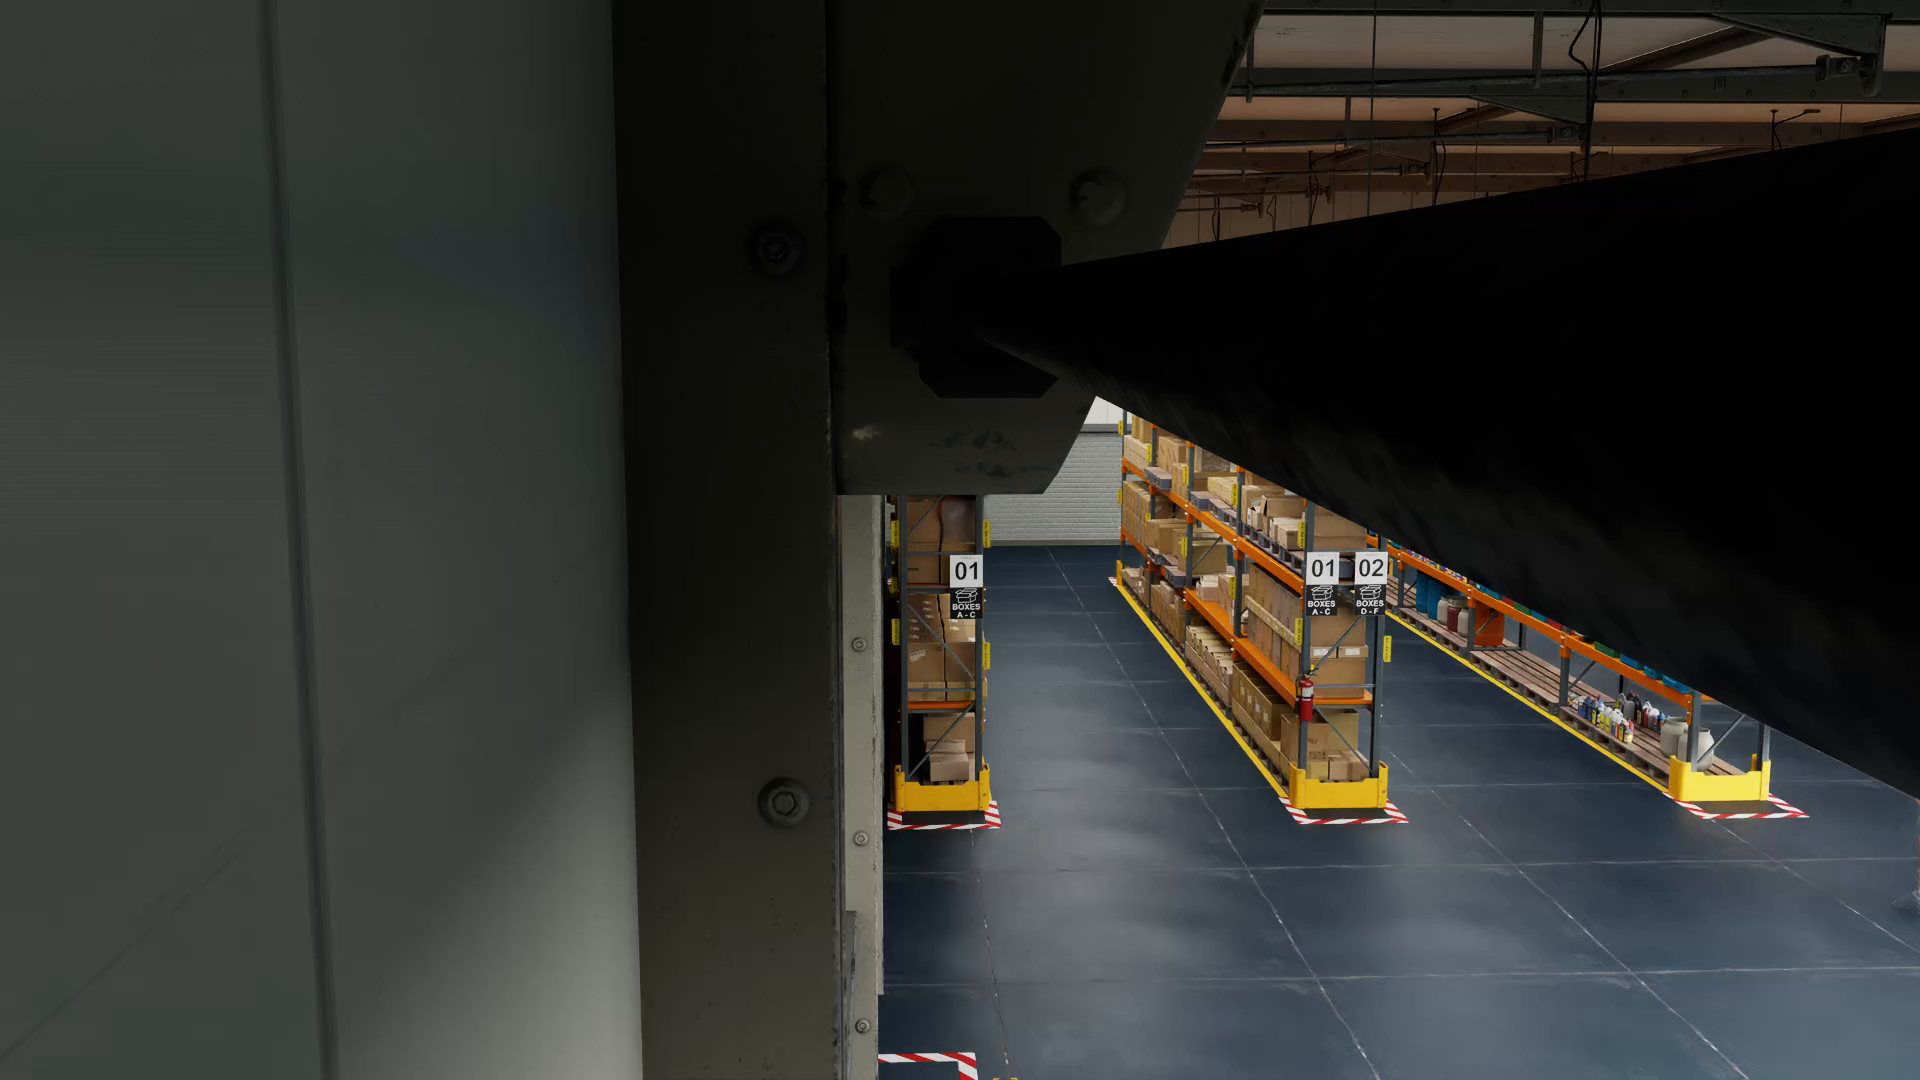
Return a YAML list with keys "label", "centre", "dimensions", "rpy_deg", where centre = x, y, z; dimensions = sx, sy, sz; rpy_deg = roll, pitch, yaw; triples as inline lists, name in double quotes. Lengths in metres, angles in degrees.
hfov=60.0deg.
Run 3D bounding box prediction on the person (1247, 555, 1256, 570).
- label: "person"
  centre: [6.111, 0.432, 34.431]
  dimensions: [0.637, 1.706, 0.902]
  rpy_deg: [-2, 9, -15]
